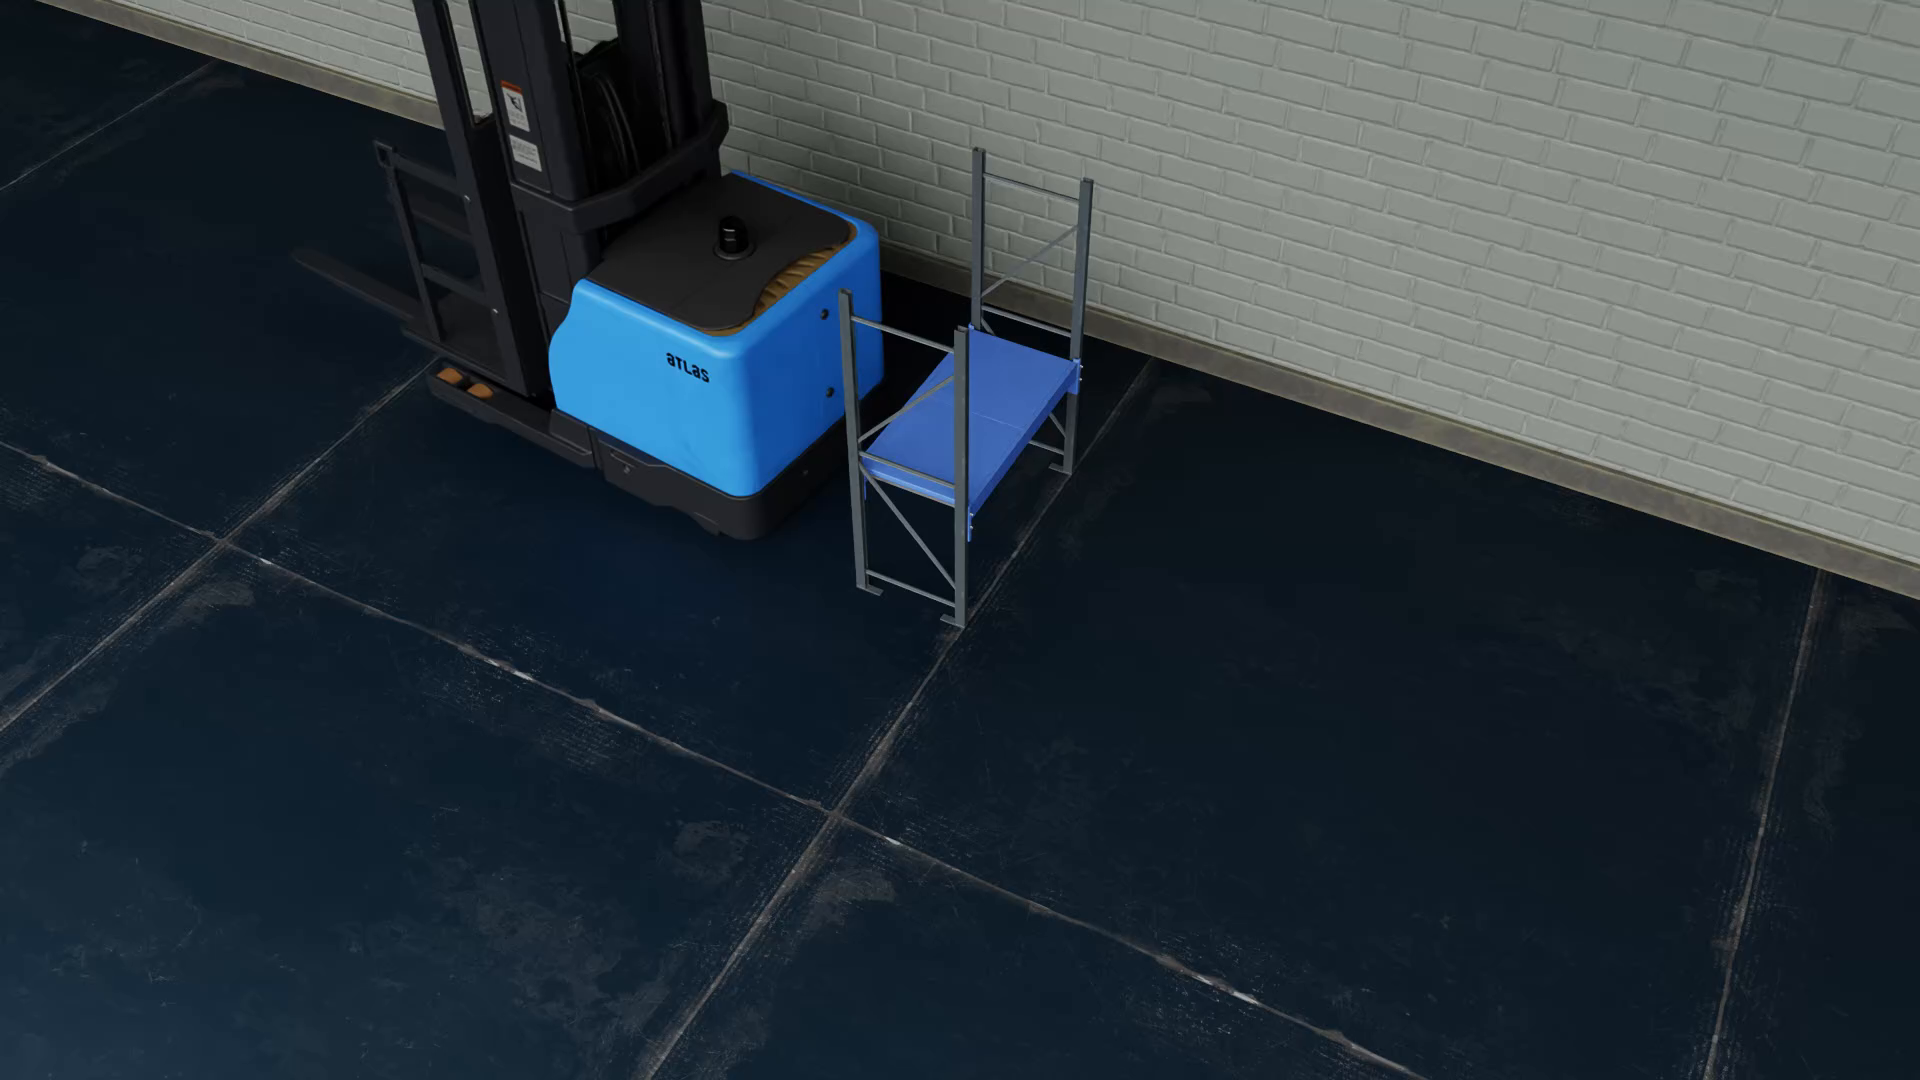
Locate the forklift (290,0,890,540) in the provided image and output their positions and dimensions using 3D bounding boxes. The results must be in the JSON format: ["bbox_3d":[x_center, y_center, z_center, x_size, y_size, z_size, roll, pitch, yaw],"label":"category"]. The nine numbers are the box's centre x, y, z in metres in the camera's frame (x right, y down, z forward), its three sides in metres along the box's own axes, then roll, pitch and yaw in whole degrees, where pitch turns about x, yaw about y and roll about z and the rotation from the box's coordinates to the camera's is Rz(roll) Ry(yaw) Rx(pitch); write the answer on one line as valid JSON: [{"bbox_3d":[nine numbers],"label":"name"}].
[{"bbox_3d":[-1.822,-1.861,6.808,3.031,2.935,1.130,26,51,23],"label":"forklift"}]

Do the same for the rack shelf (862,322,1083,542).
[{"bbox_3d":[0.040,-0.455,6.678,0.538,0.185,1.000,20,49,19],"label":"rack shelf"}]

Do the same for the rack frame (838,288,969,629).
[{"bbox_3d":[-0.196,-0.261,6.233,0.500,1.500,0.032,20,49,19],"label":"rack frame"}]

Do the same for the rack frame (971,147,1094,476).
[{"bbox_3d":[0.276,-0.901,6.866,0.500,1.500,0.032,20,49,19],"label":"rack frame"}]

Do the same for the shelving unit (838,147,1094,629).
[{"bbox_3d":[0.040,-0.581,6.550,0.538,1.500,1.048,20,49,19],"label":"shelving unit"}]
